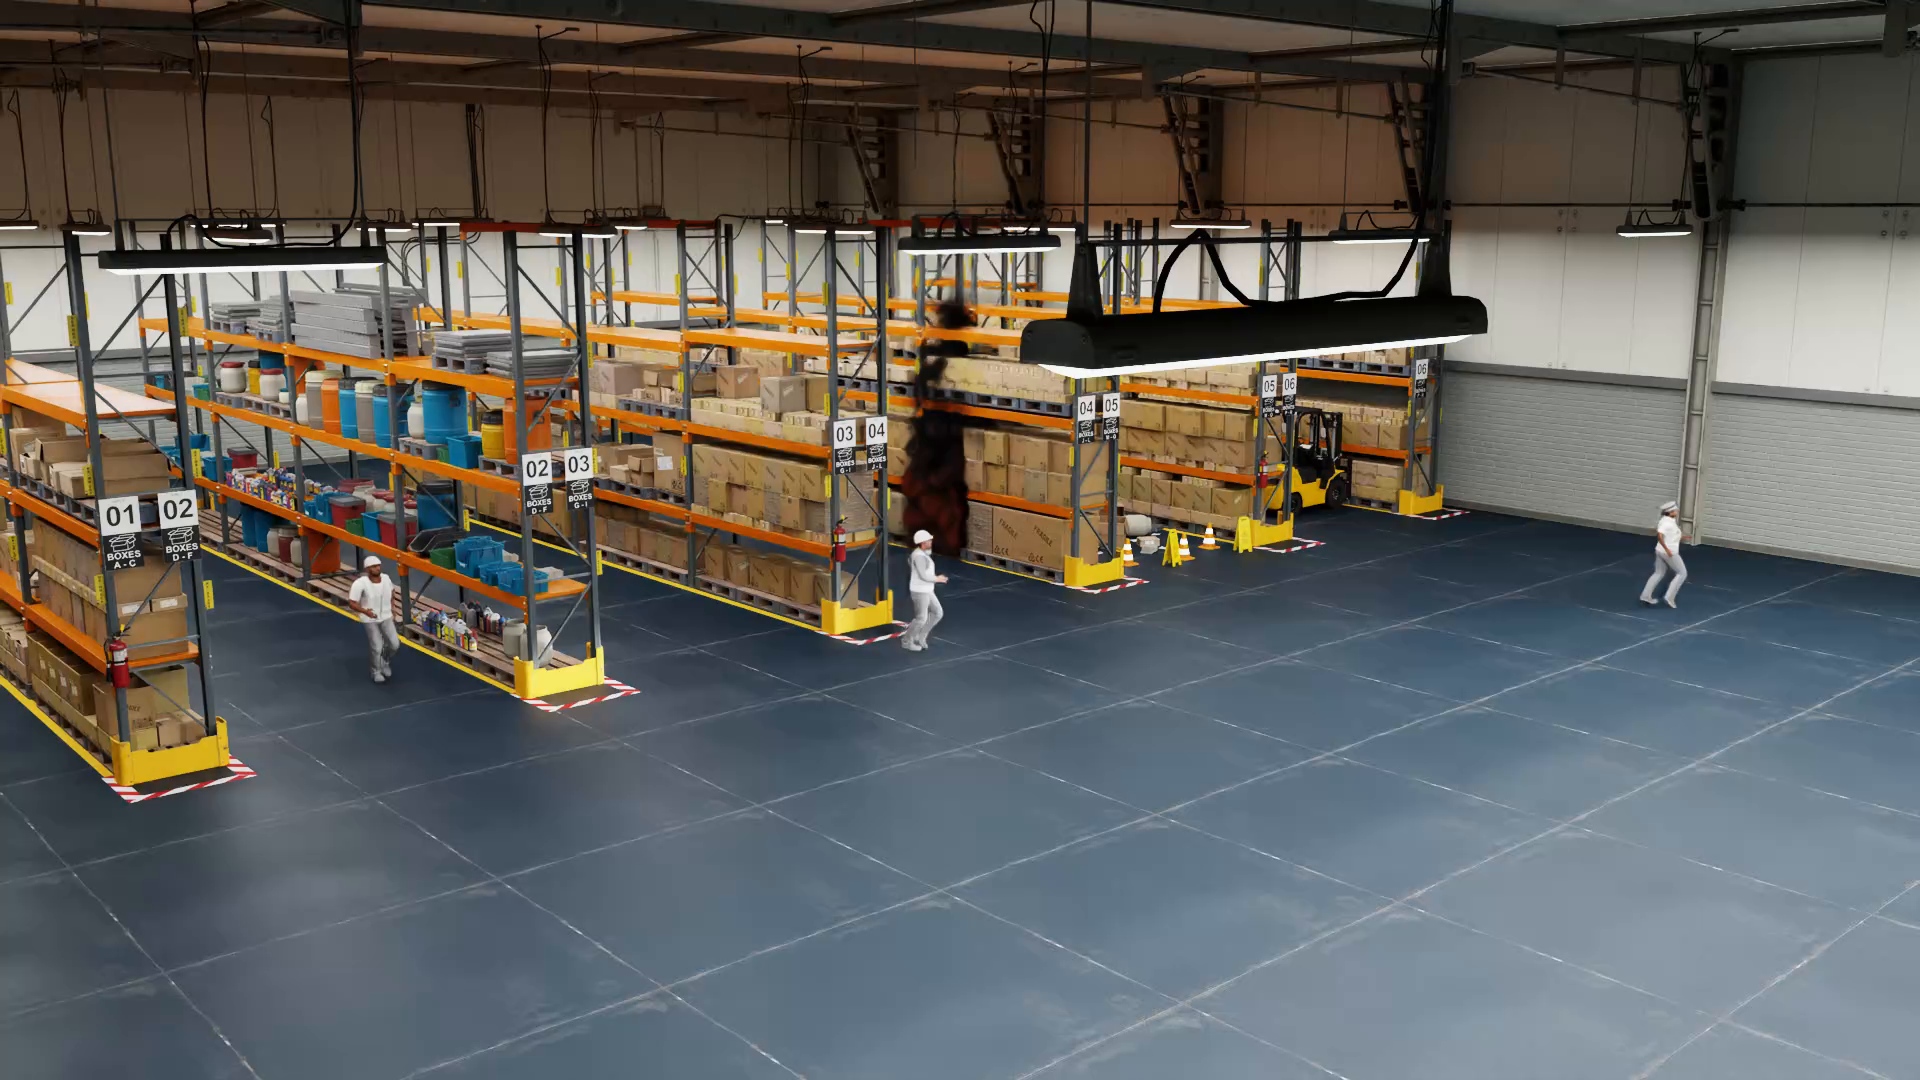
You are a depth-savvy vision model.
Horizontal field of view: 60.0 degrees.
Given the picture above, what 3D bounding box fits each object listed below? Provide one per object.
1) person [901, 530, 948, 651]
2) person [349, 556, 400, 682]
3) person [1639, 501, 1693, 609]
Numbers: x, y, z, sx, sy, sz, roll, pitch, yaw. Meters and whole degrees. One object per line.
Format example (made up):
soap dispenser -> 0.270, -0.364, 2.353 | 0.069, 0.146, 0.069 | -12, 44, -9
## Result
person -> -0.504, 0.737, 23.846 | 0.688, 1.793, 0.683 | 1, 11, 3
person -> -7.769, 1.061, 22.197 | 0.571, 1.725, 0.700 | 11, 16, 43
person -> 11.250, 0.242, 26.430 | 0.725, 1.742, 0.543 | 0, 11, 2
